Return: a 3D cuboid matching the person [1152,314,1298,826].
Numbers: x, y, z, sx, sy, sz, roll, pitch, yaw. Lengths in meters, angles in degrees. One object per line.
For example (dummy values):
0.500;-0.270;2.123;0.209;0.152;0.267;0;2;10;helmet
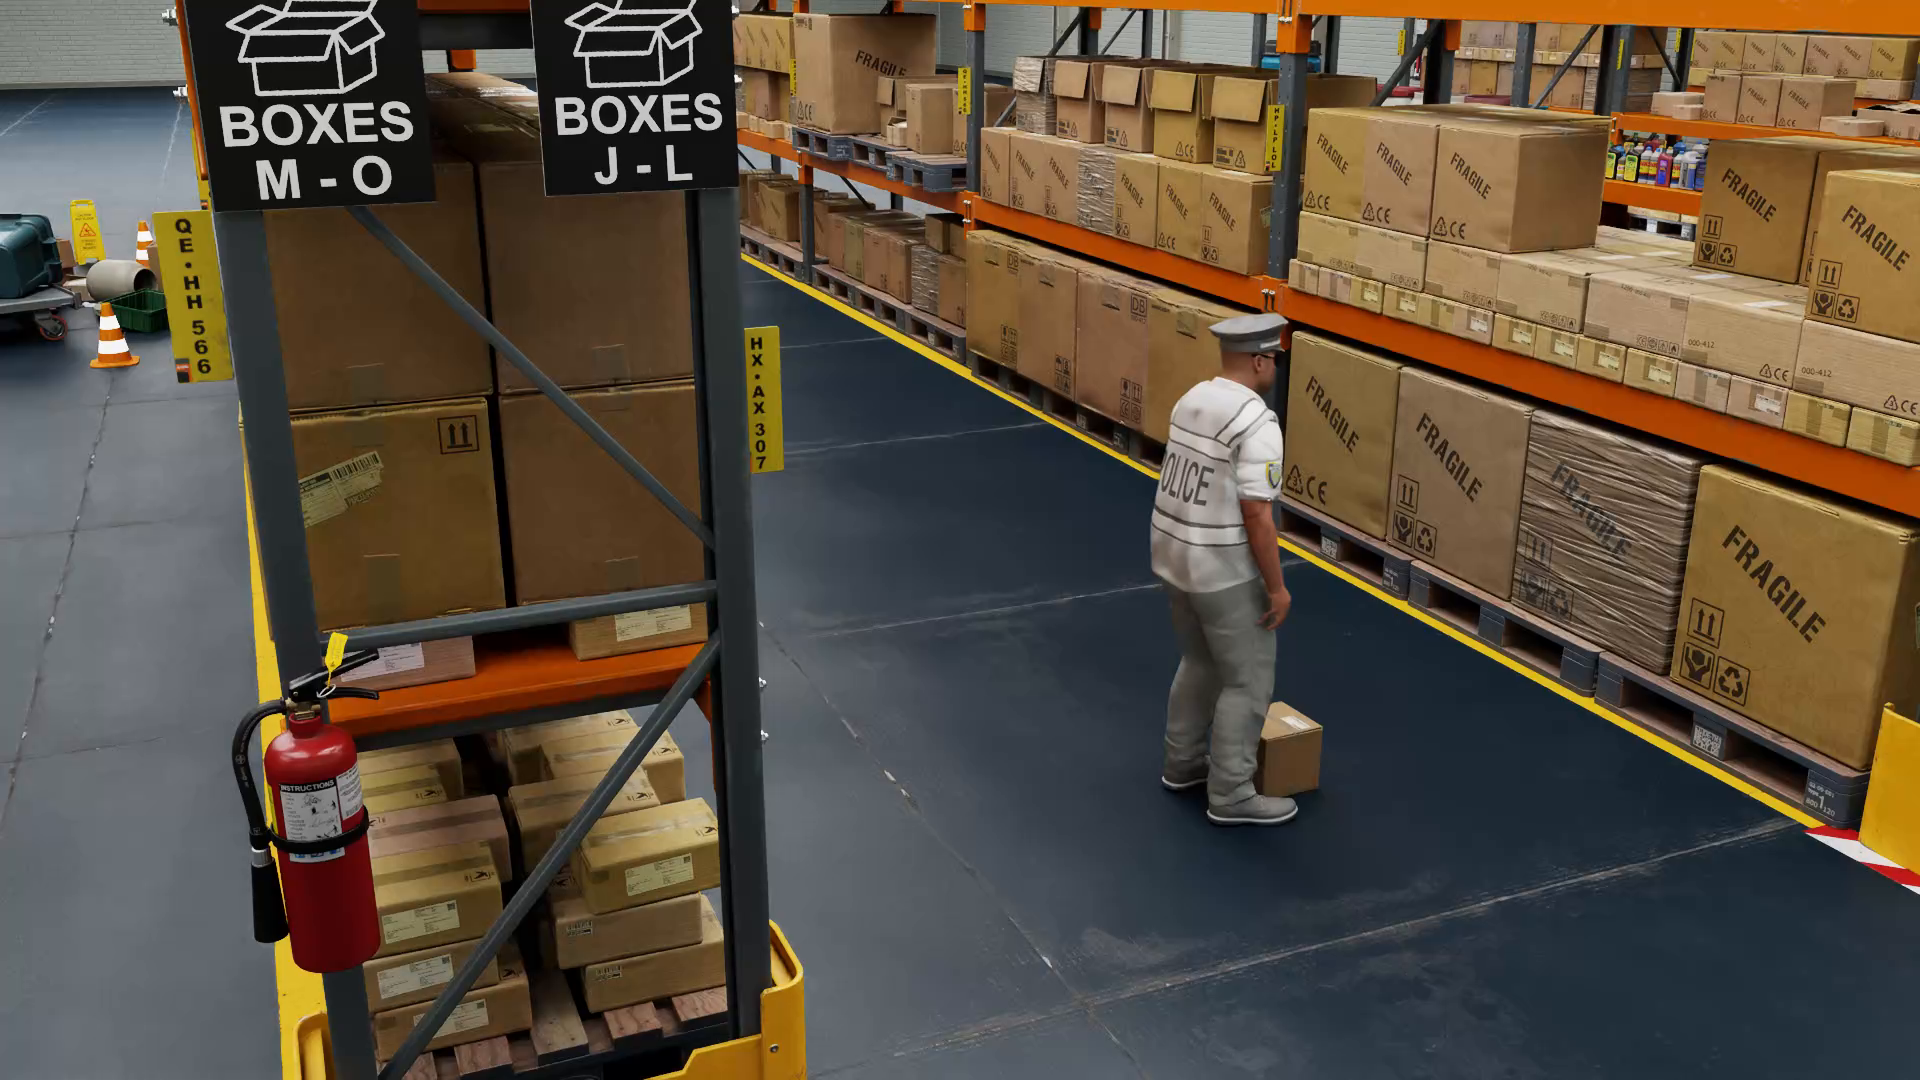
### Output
0.902;0.101;5.751;0.434;1.748;0.588;-8;20;-23;person
